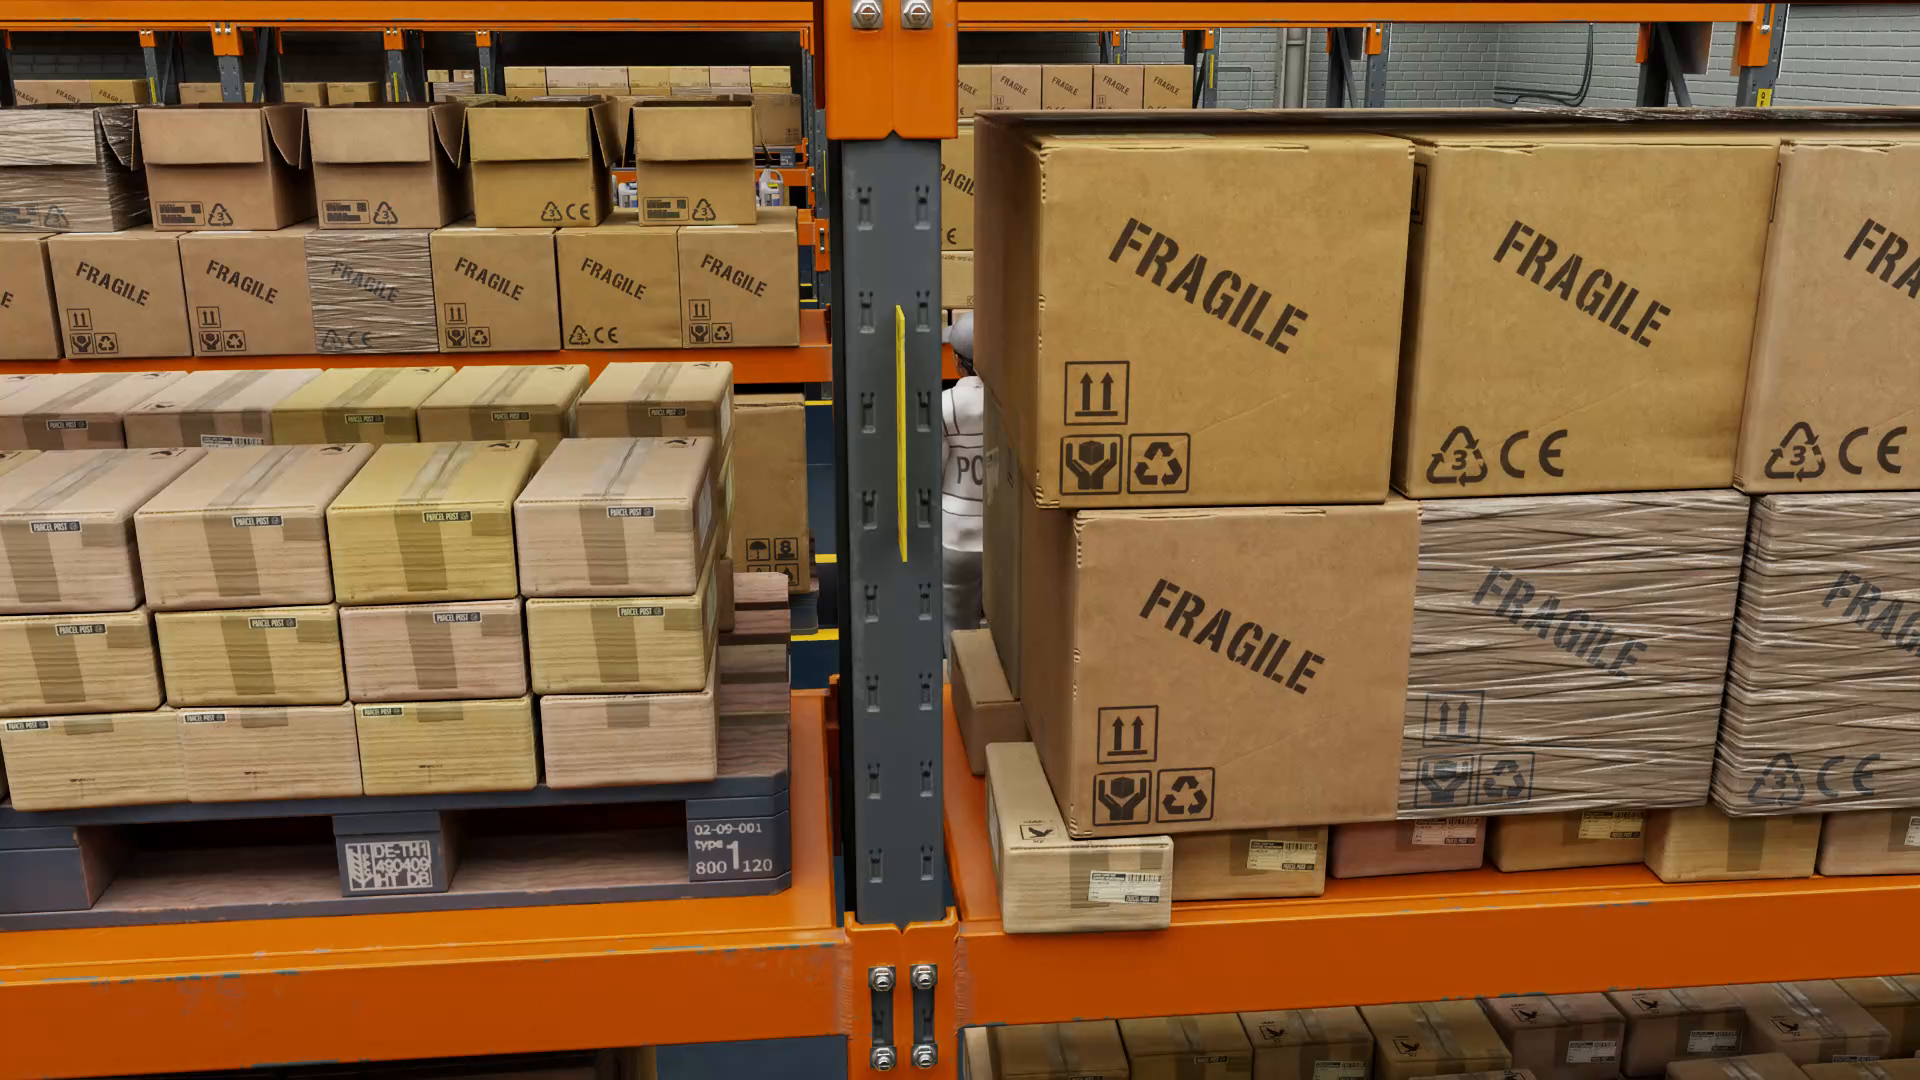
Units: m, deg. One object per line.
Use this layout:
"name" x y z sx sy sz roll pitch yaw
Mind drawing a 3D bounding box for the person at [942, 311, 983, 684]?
"person" 0.084 -0.018 6.058 0.599 1.671 0.529 -4 17 -12
